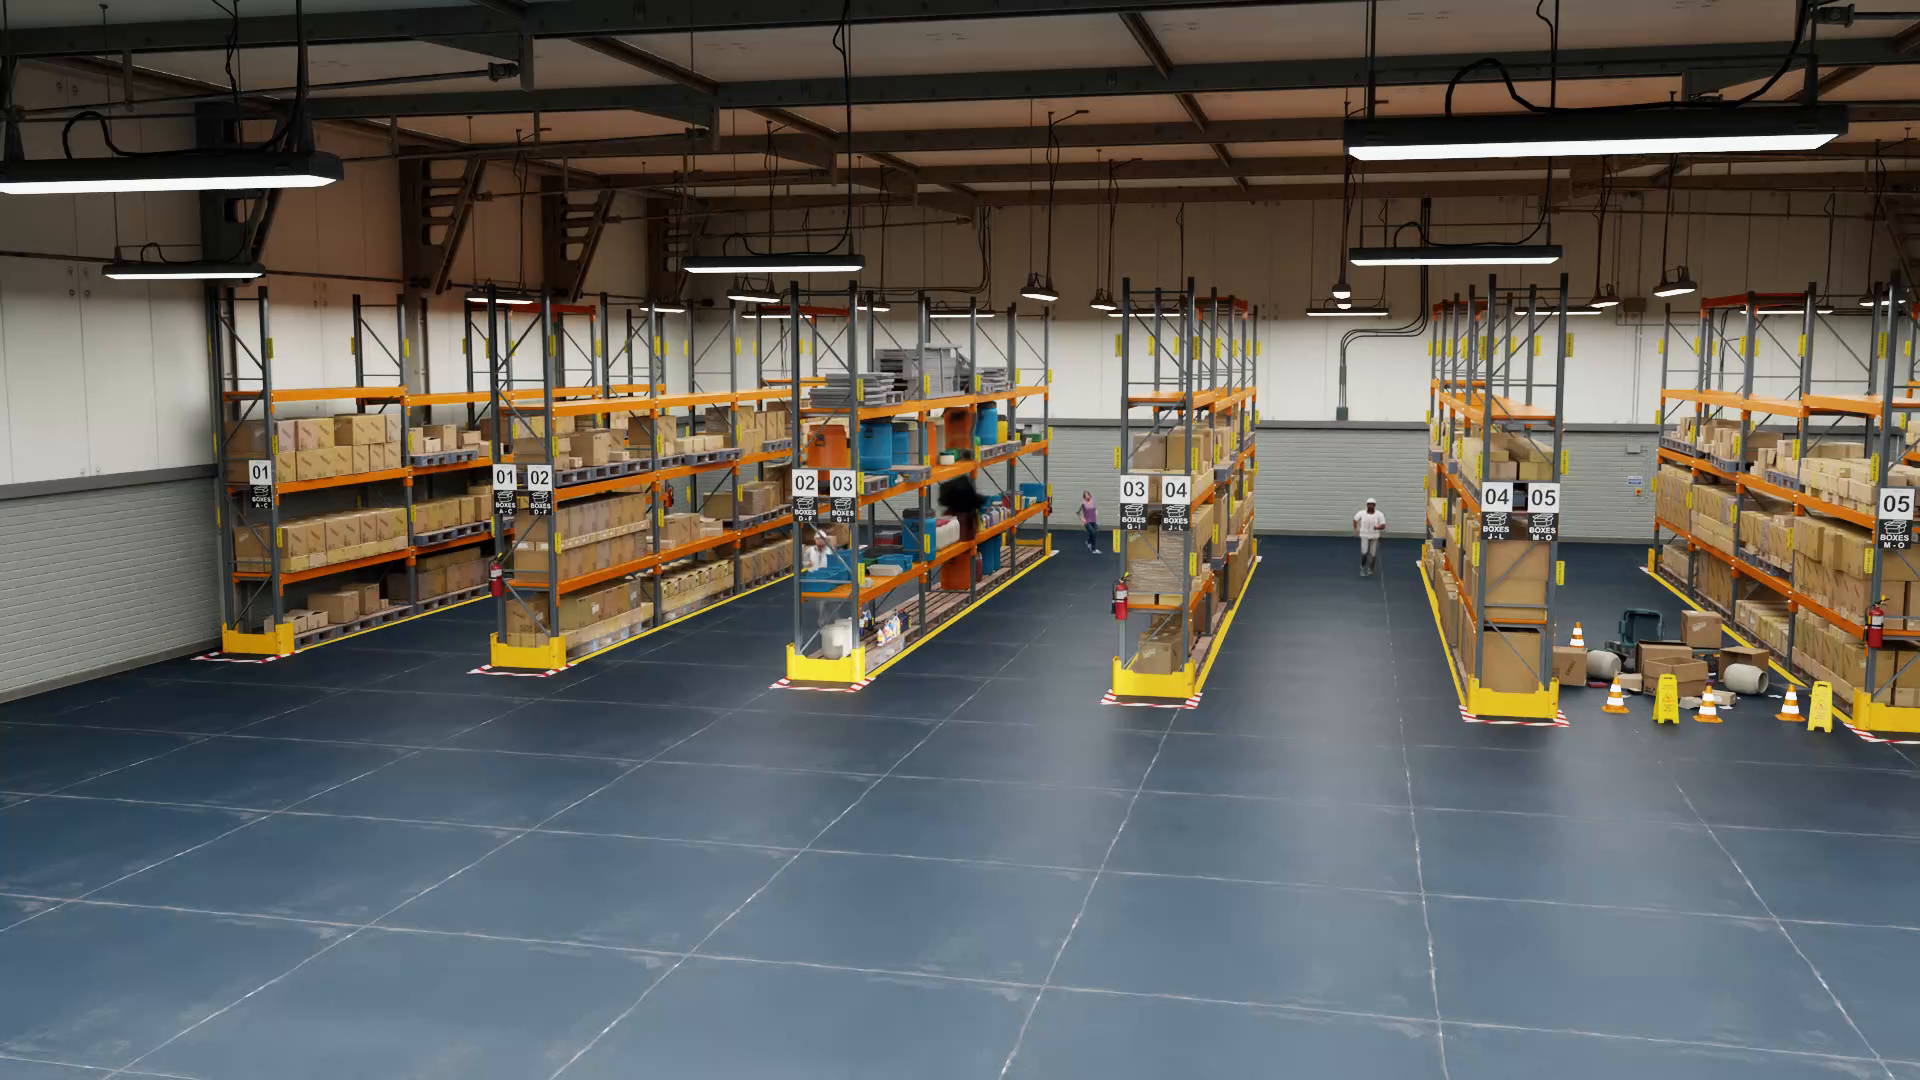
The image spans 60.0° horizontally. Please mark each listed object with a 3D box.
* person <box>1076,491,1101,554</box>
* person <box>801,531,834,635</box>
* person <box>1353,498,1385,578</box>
[{"bbox_3d":[3.130,-0.425,40.674,0.597,1.520,0.629,-3,7,-25],"label":"person"},{"bbox_3d":[-2.498,0.738,29.546,0.631,1.830,0.820,1,7,6],"label":"person"},{"bbox_3d":[8.938,-0.042,36.329,0.679,1.766,0.695,1,7,12],"label":"person"}]
